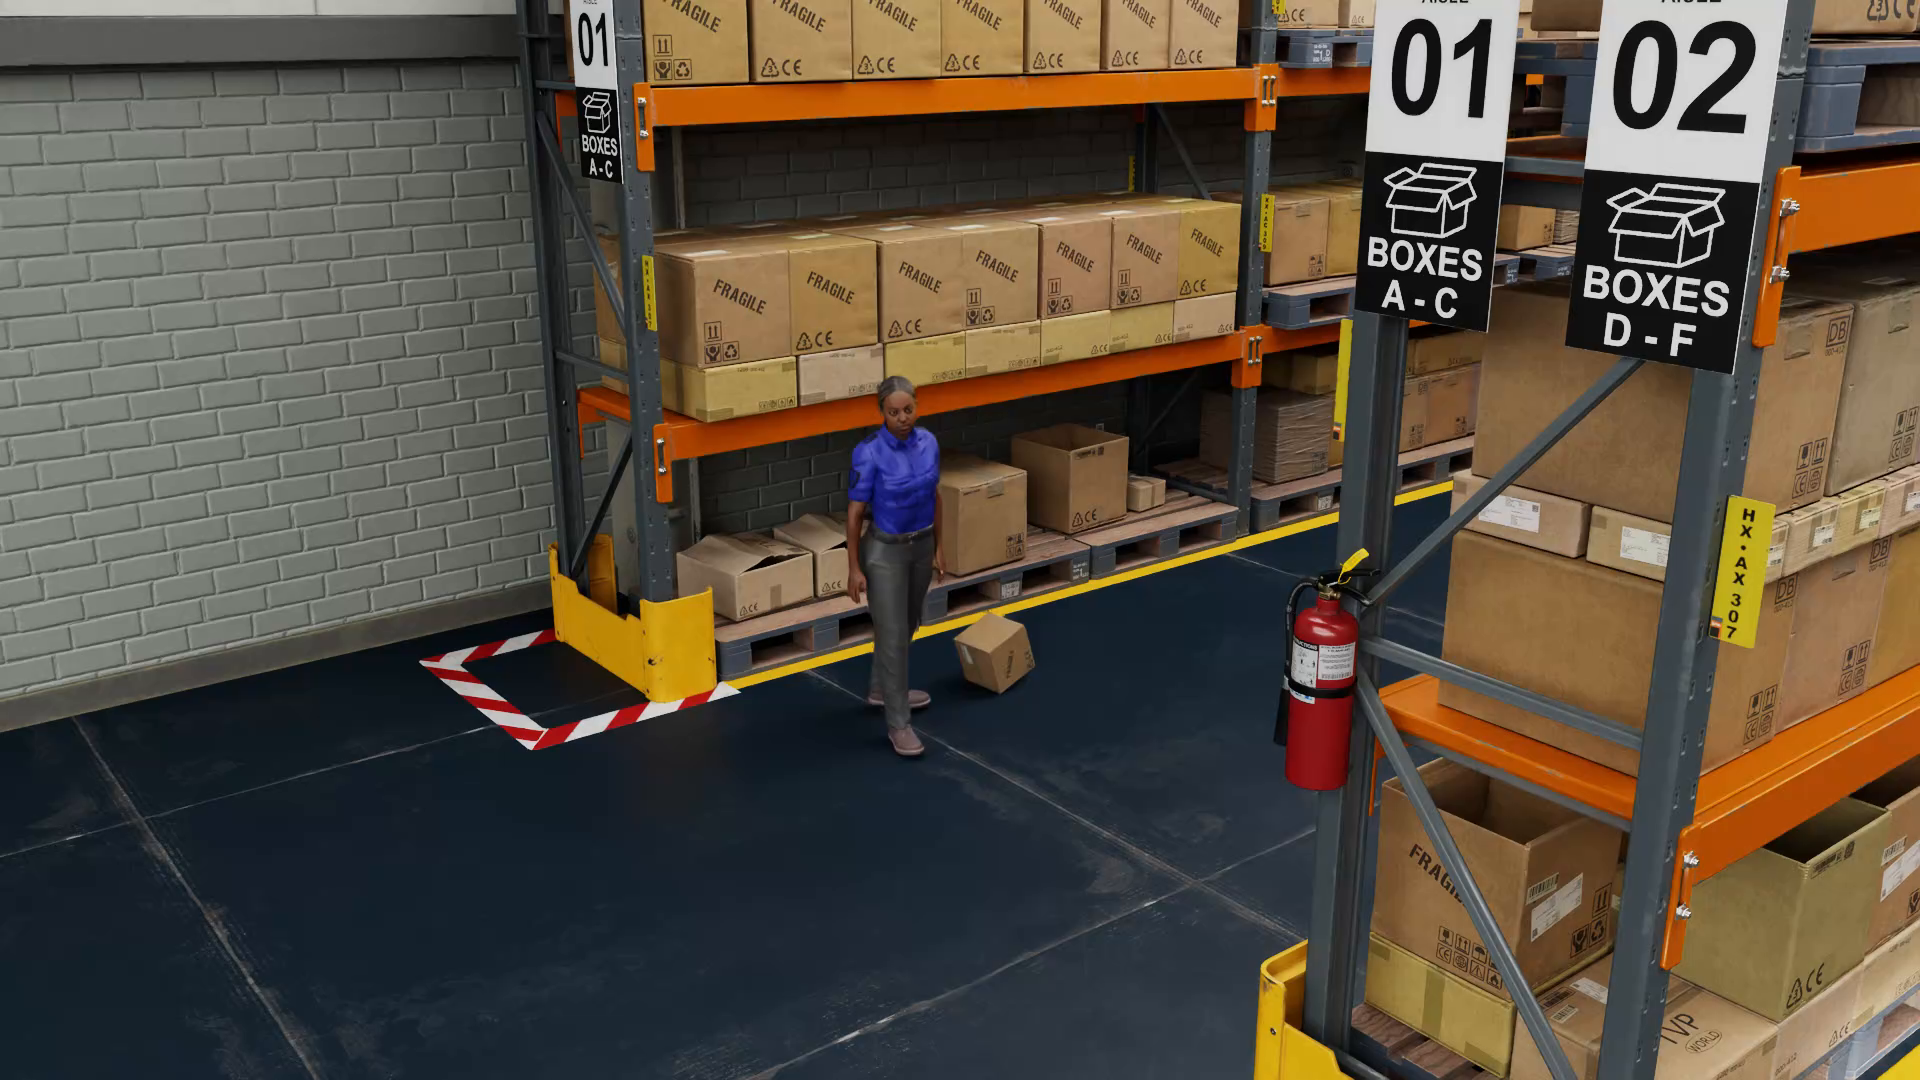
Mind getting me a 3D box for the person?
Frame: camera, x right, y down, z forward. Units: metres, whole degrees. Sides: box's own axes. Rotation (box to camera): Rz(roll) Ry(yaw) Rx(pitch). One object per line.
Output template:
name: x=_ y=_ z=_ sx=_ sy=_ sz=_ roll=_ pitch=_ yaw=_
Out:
person: x=-0.267 y=0.073 z=7.323 sx=0.522 sy=1.644 sz=0.602 roll=-15 pitch=23 yaw=-40
